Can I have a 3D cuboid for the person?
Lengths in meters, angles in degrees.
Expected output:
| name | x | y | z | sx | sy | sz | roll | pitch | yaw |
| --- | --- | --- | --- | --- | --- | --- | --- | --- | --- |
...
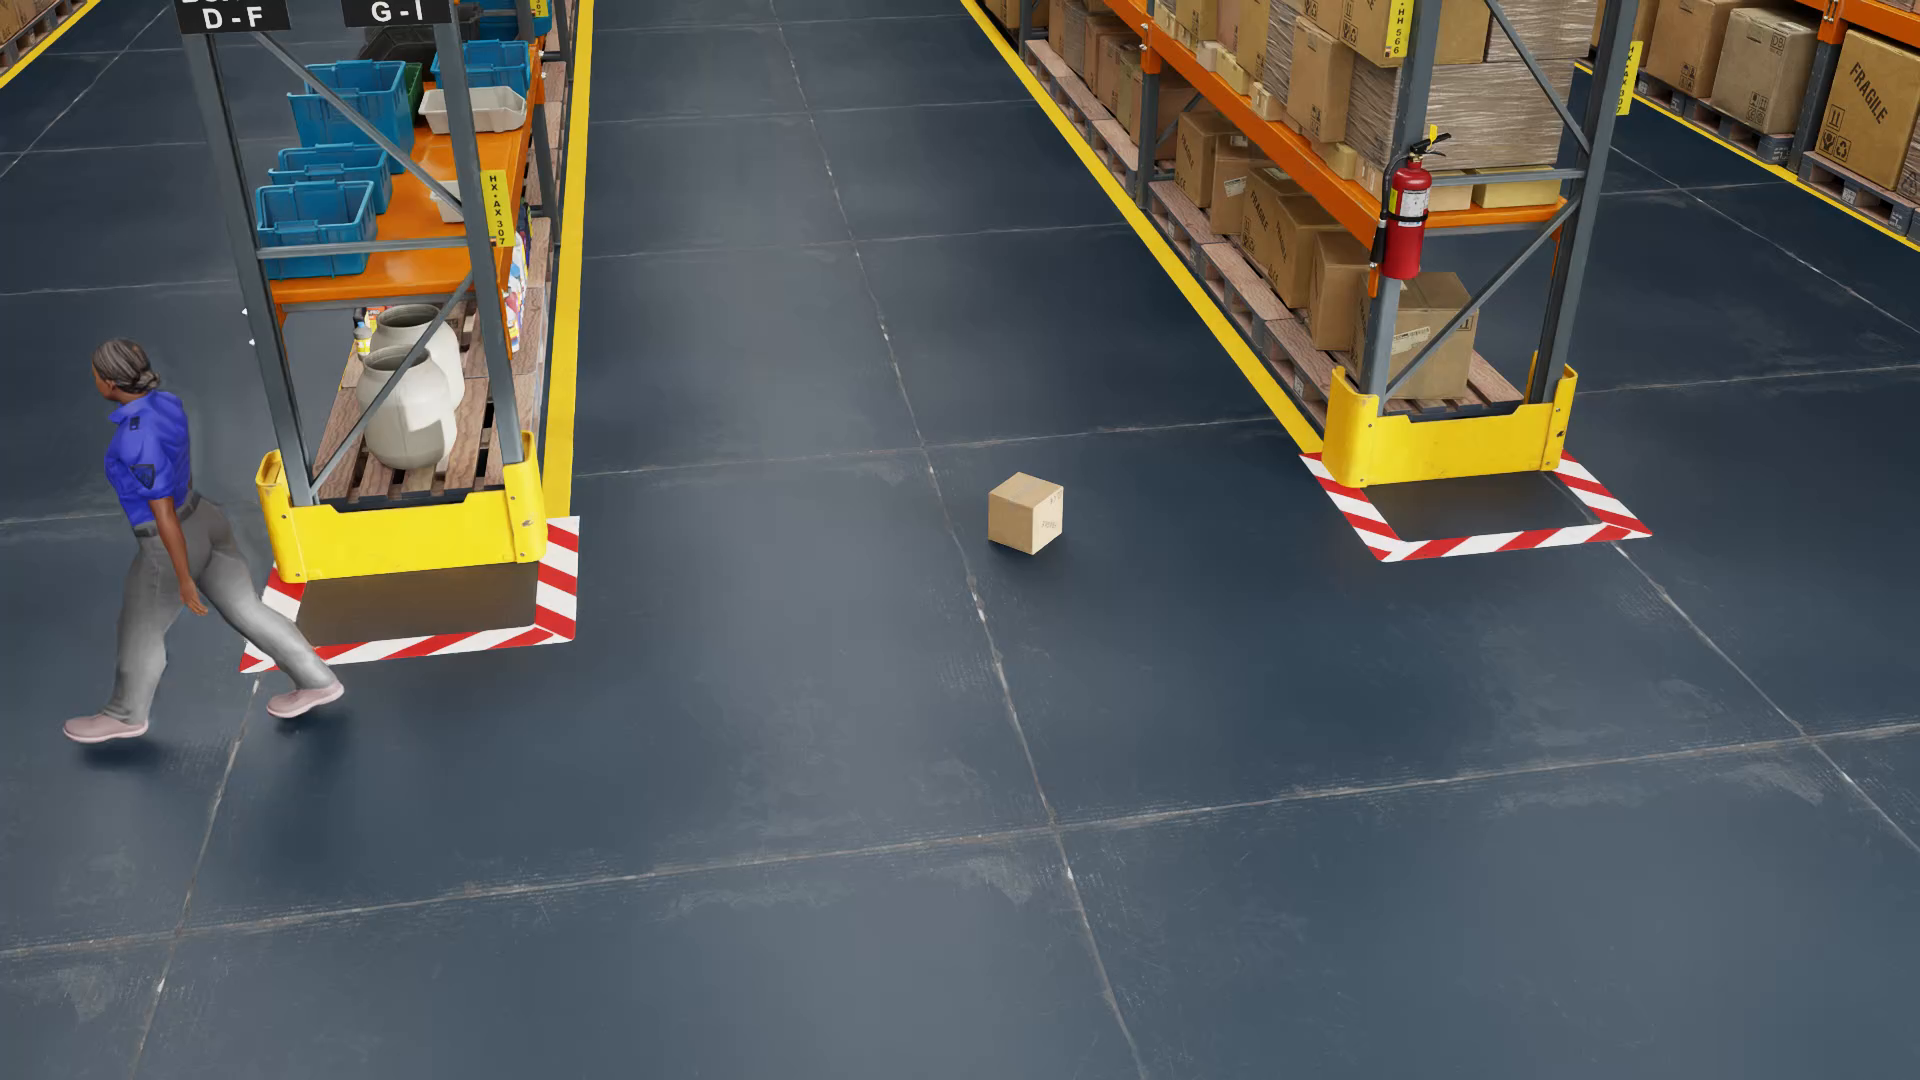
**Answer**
| name | x | y | z | sx | sy | sz | roll | pitch | yaw |
| --- | --- | --- | --- | --- | --- | --- | --- | --- | --- |
| person | -2.935 | 0.003 | 6.121 | 1.006 | 1.592 | 0.527 | -1 | 31 | -2 |
